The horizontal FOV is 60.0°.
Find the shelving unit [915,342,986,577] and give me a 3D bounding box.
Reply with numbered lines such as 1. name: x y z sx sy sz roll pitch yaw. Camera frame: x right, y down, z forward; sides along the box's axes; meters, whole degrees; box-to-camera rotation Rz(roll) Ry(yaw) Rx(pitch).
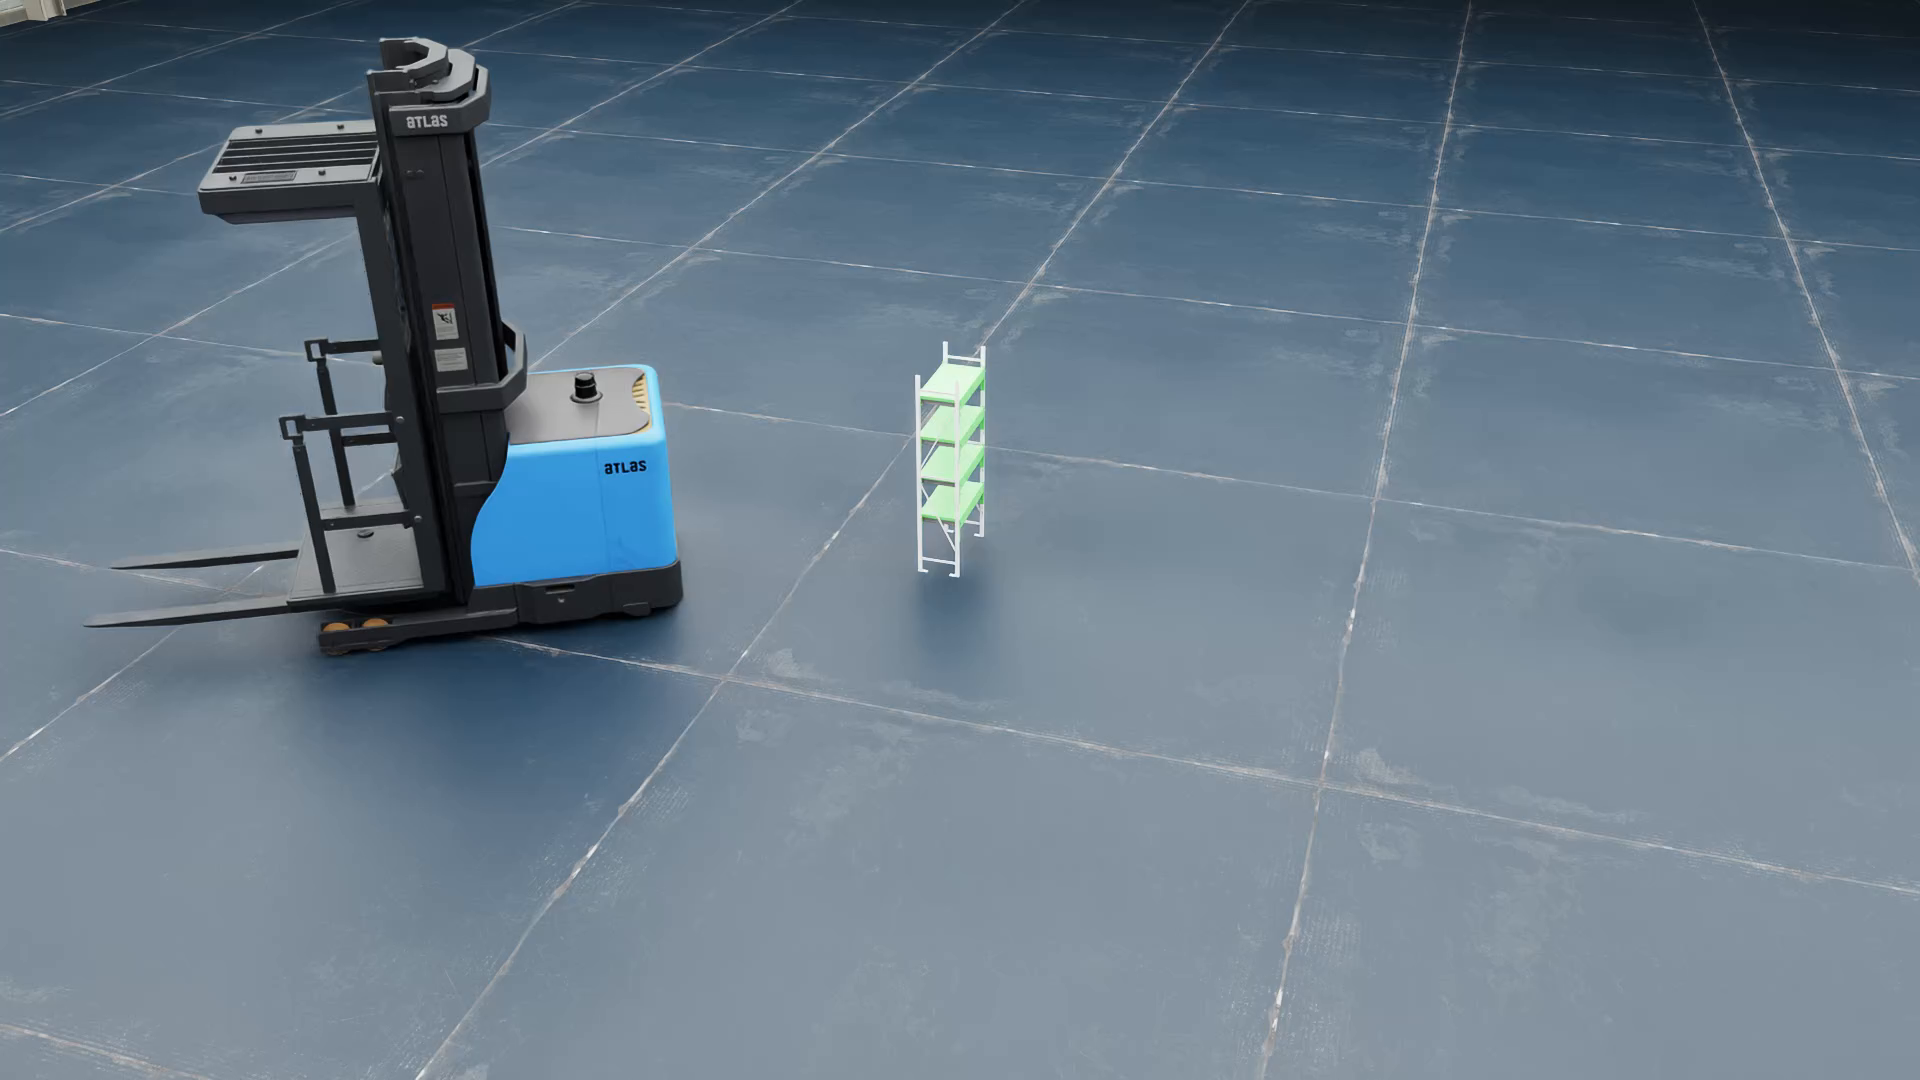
1. shelving unit: -0.049 -0.447 9.320 0.258 1.200 0.503 8 30 15

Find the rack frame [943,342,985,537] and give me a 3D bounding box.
1. rack frame: 0.023 -0.561 9.524 0.240 1.200 0.015 8 30 15

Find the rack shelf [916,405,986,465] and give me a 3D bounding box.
1. rack shelf: -0.049 -0.601 9.234 0.258 0.148 0.480 8 30 15

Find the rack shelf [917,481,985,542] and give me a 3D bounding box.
1. rack shelf: -0.049 -0.182 9.468 0.258 0.148 0.480 8 30 15

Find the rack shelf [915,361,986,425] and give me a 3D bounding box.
1. rack shelf: -0.049 -0.811 9.118 0.258 0.148 0.480 8 30 15

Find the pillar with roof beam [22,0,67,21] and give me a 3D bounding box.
1. pillar with roof beam: -8.200 -10.369 19.134 9.100 9.000 0.400 8 30 15

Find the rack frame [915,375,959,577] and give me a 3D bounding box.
1. rack frame: -0.120 -0.334 9.116 0.240 1.200 0.015 8 30 15

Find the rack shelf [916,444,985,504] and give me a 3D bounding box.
1. rack shelf: -0.049 -0.392 9.351 0.258 0.148 0.480 8 30 15

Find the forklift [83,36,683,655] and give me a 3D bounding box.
1. forklift: -3.078 -0.962 8.464 3.031 2.935 1.130 -6 30 -11
